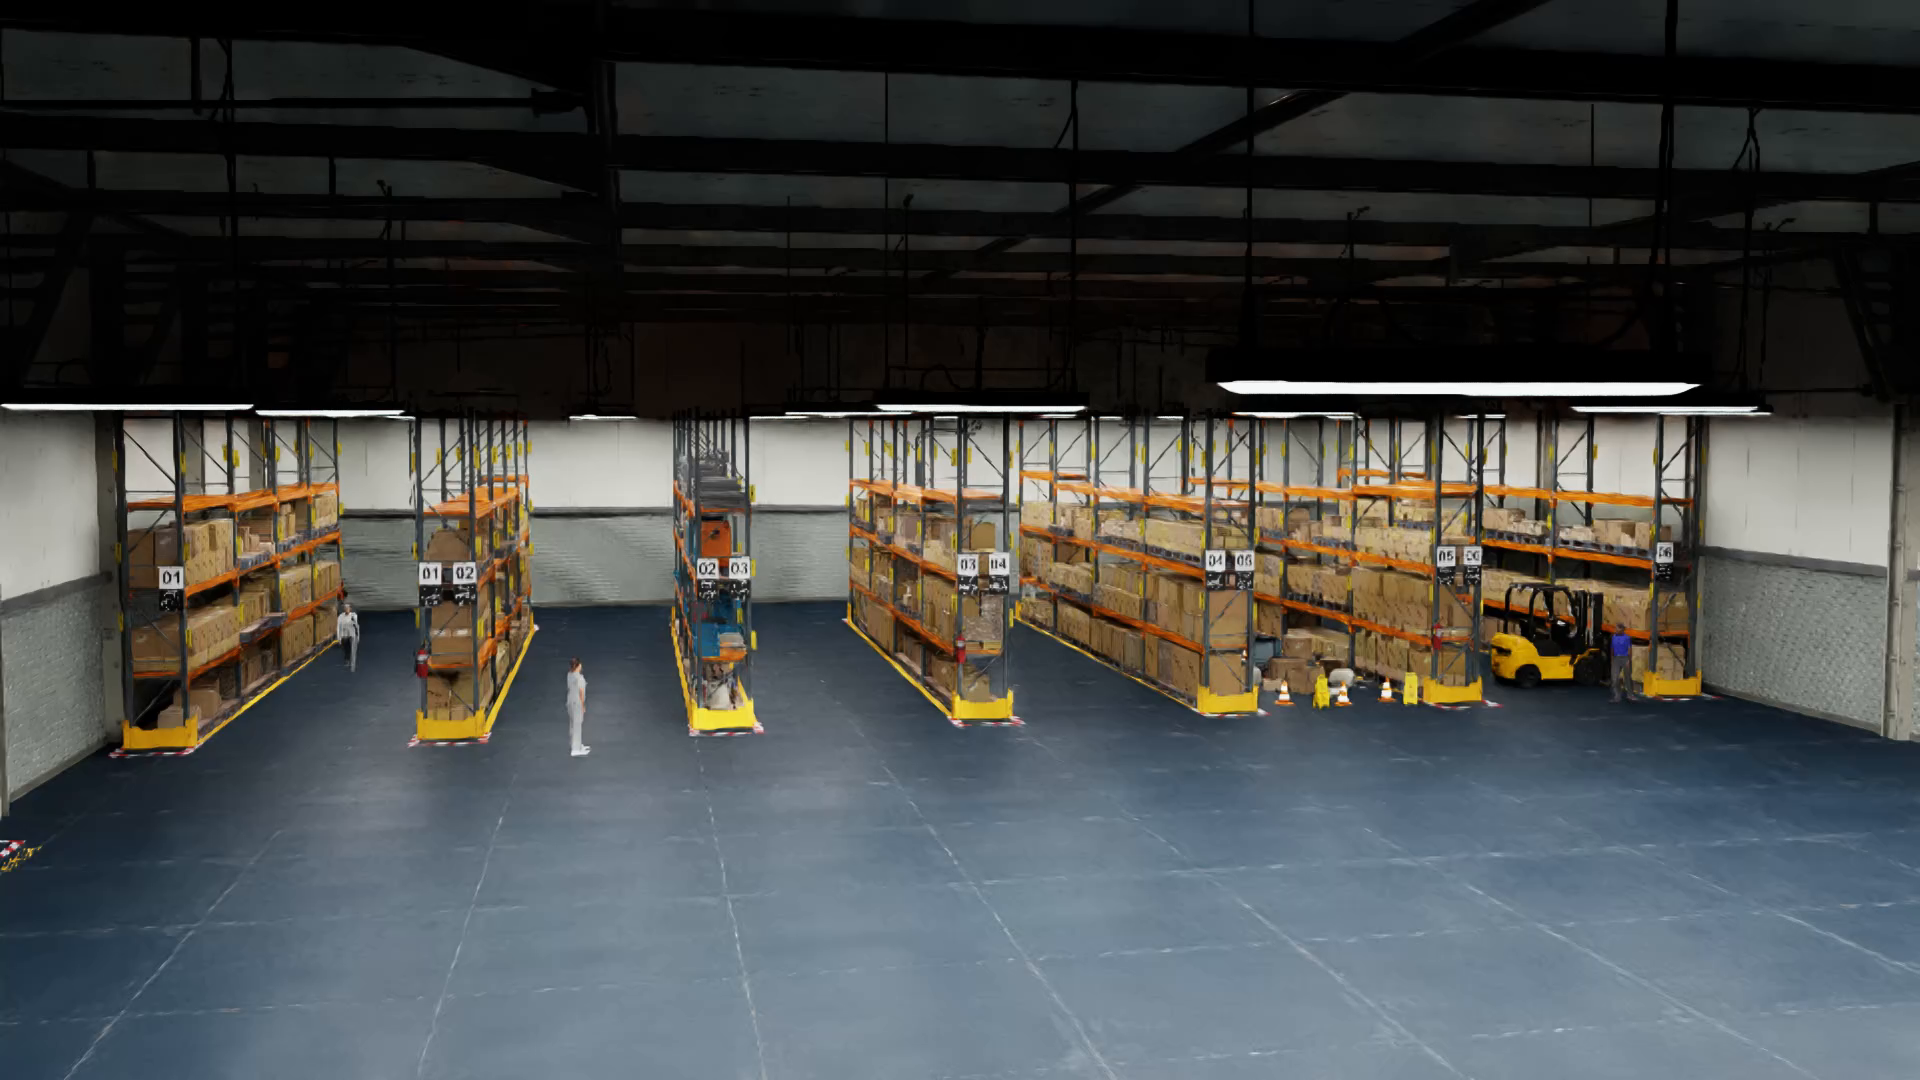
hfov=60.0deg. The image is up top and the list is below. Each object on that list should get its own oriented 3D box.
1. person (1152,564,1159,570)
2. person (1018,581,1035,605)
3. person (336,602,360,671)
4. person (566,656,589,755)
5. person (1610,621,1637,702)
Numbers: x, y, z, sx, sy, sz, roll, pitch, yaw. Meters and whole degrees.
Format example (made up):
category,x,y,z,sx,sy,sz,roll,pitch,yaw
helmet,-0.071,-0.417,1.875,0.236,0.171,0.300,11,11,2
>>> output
category,x,y,z,sx,sy,sz,roll,pitch,yaw
person,5.465,1.555,46.593,0.410,1.761,0.581,0,4,7
person,2.076,1.160,51.839,0.617,1.771,0.676,4,6,44
person,-14.036,2.192,38.130,0.497,1.585,1.053,-1,4,-13
person,-6.571,2.836,28.649,0.441,1.675,0.496,-4,5,-41
person,13.602,2.486,34.096,0.507,1.629,0.595,4,6,45
